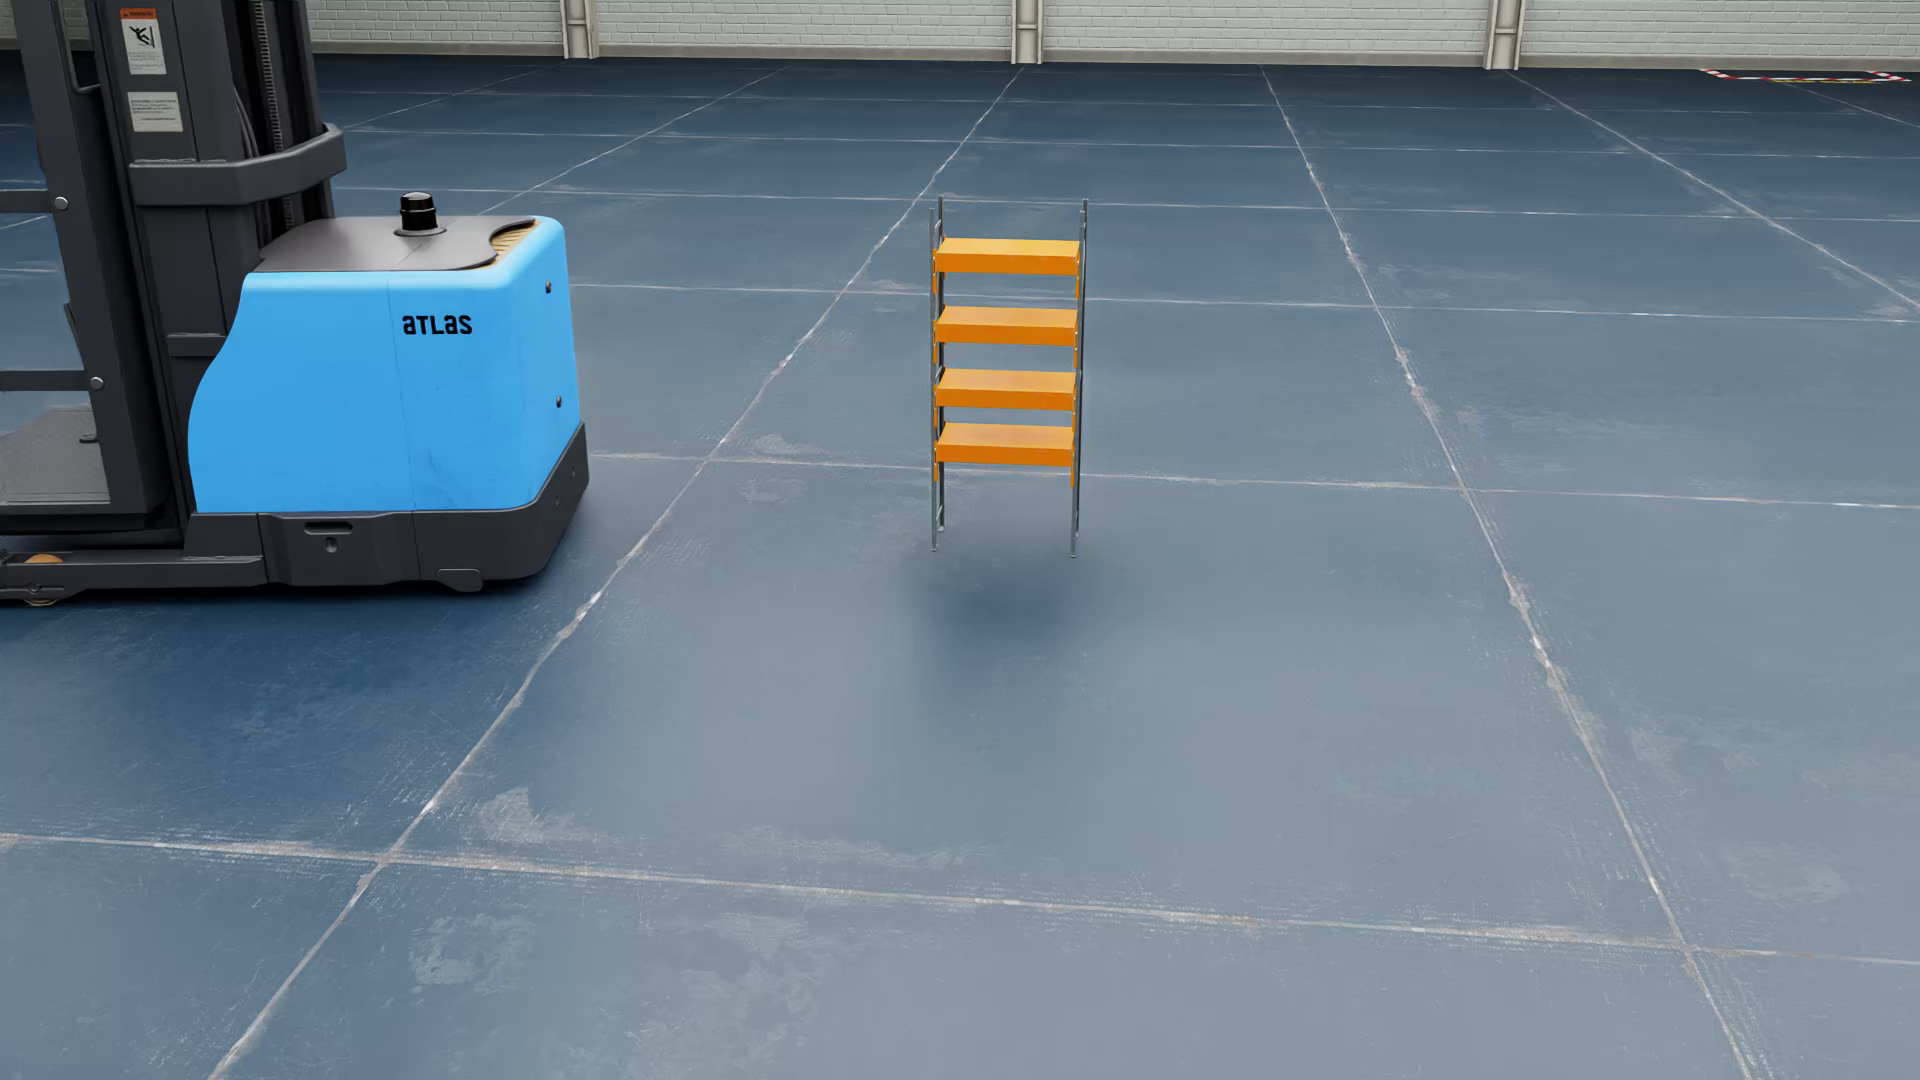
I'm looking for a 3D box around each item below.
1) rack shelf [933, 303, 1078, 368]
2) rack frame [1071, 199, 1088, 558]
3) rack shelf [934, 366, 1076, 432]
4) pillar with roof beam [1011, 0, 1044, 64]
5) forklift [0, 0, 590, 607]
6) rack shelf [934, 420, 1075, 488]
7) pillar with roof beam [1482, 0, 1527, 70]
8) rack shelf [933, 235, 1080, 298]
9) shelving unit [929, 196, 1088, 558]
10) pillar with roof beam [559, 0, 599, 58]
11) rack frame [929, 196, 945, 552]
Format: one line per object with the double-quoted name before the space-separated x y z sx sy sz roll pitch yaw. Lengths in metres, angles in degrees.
"rack shelf" 0.164 -0.696 5.644 0.480 0.148 0.258 2 22 6
"rack frame" 0.407 -0.540 5.674 0.015 1.200 0.240 2 22 6
"rack shelf" 0.164 -0.488 5.726 0.480 0.148 0.258 2 22 6
"pillar with roof beam" 0.371 -8.848 16.081 0.400 9.000 9.100 2 22 6
"forklift" -2.905 -1.343 5.350 3.031 2.935 1.130 -1 22 -2
"rack shelf" 0.164 -0.304 5.799 0.480 0.148 0.258 2 22 6
"pillar with roof beam" 6.329 -8.589 15.424 0.400 9.000 9.100 2 22 6
"rack shelf" 0.164 -0.916 5.557 0.480 0.148 0.258 2 22 6
"shelving unit" 0.164 -0.551 5.701 0.503 1.200 0.258 2 22 6
"pillar with roof beam" -5.588 -9.108 16.738 0.400 9.000 9.100 2 22 6
"rack frame" -0.078 -0.561 5.728 0.015 1.200 0.240 2 22 6
